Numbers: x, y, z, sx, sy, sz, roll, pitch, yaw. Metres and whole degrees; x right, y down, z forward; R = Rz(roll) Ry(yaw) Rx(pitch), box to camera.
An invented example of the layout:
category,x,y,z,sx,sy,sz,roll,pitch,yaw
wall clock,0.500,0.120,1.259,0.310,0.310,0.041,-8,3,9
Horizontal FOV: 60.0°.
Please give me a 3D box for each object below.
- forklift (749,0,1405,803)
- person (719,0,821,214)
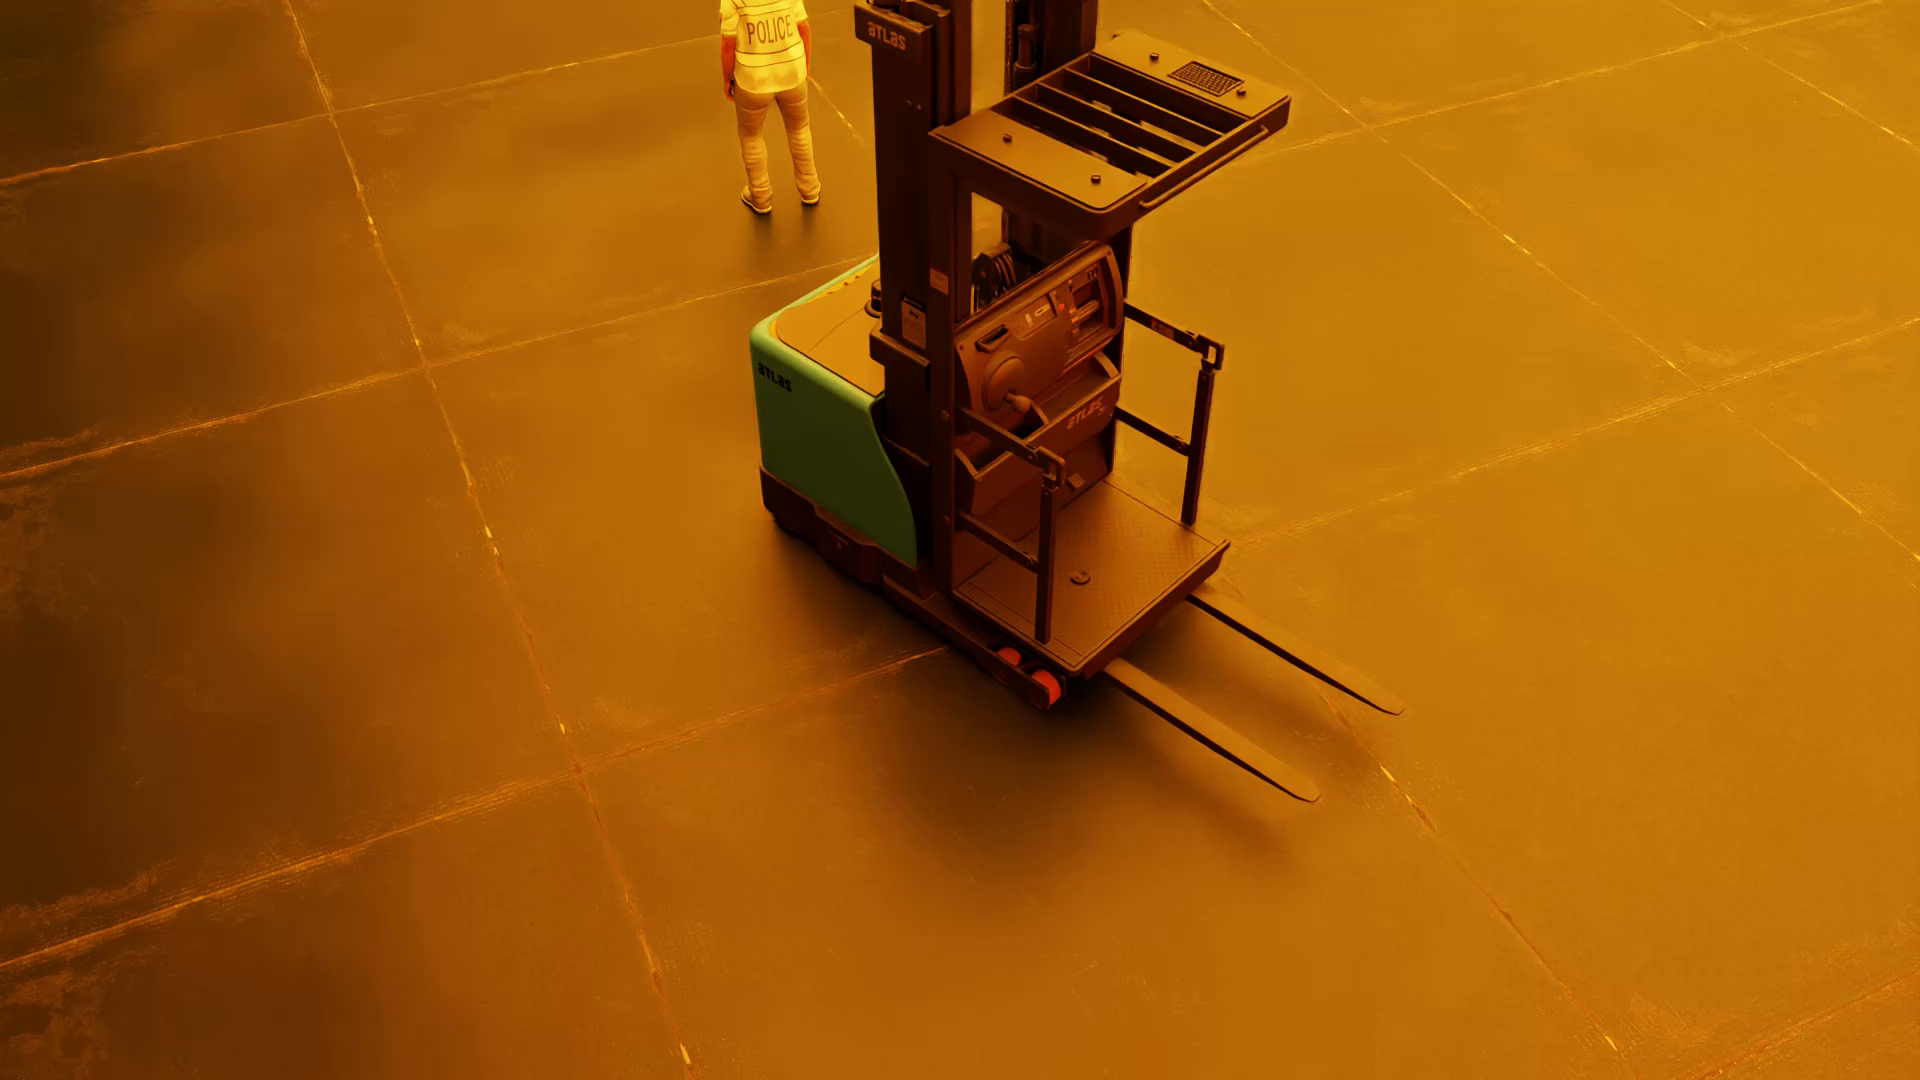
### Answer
category,x,y,z,sx,sy,sz,roll,pitch,yaw
forklift,0.482,-0.765,6.500,3.031,2.935,1.130,32,52,30
person,-1.083,-2.657,9.457,0.547,1.665,0.467,-15,45,-16
